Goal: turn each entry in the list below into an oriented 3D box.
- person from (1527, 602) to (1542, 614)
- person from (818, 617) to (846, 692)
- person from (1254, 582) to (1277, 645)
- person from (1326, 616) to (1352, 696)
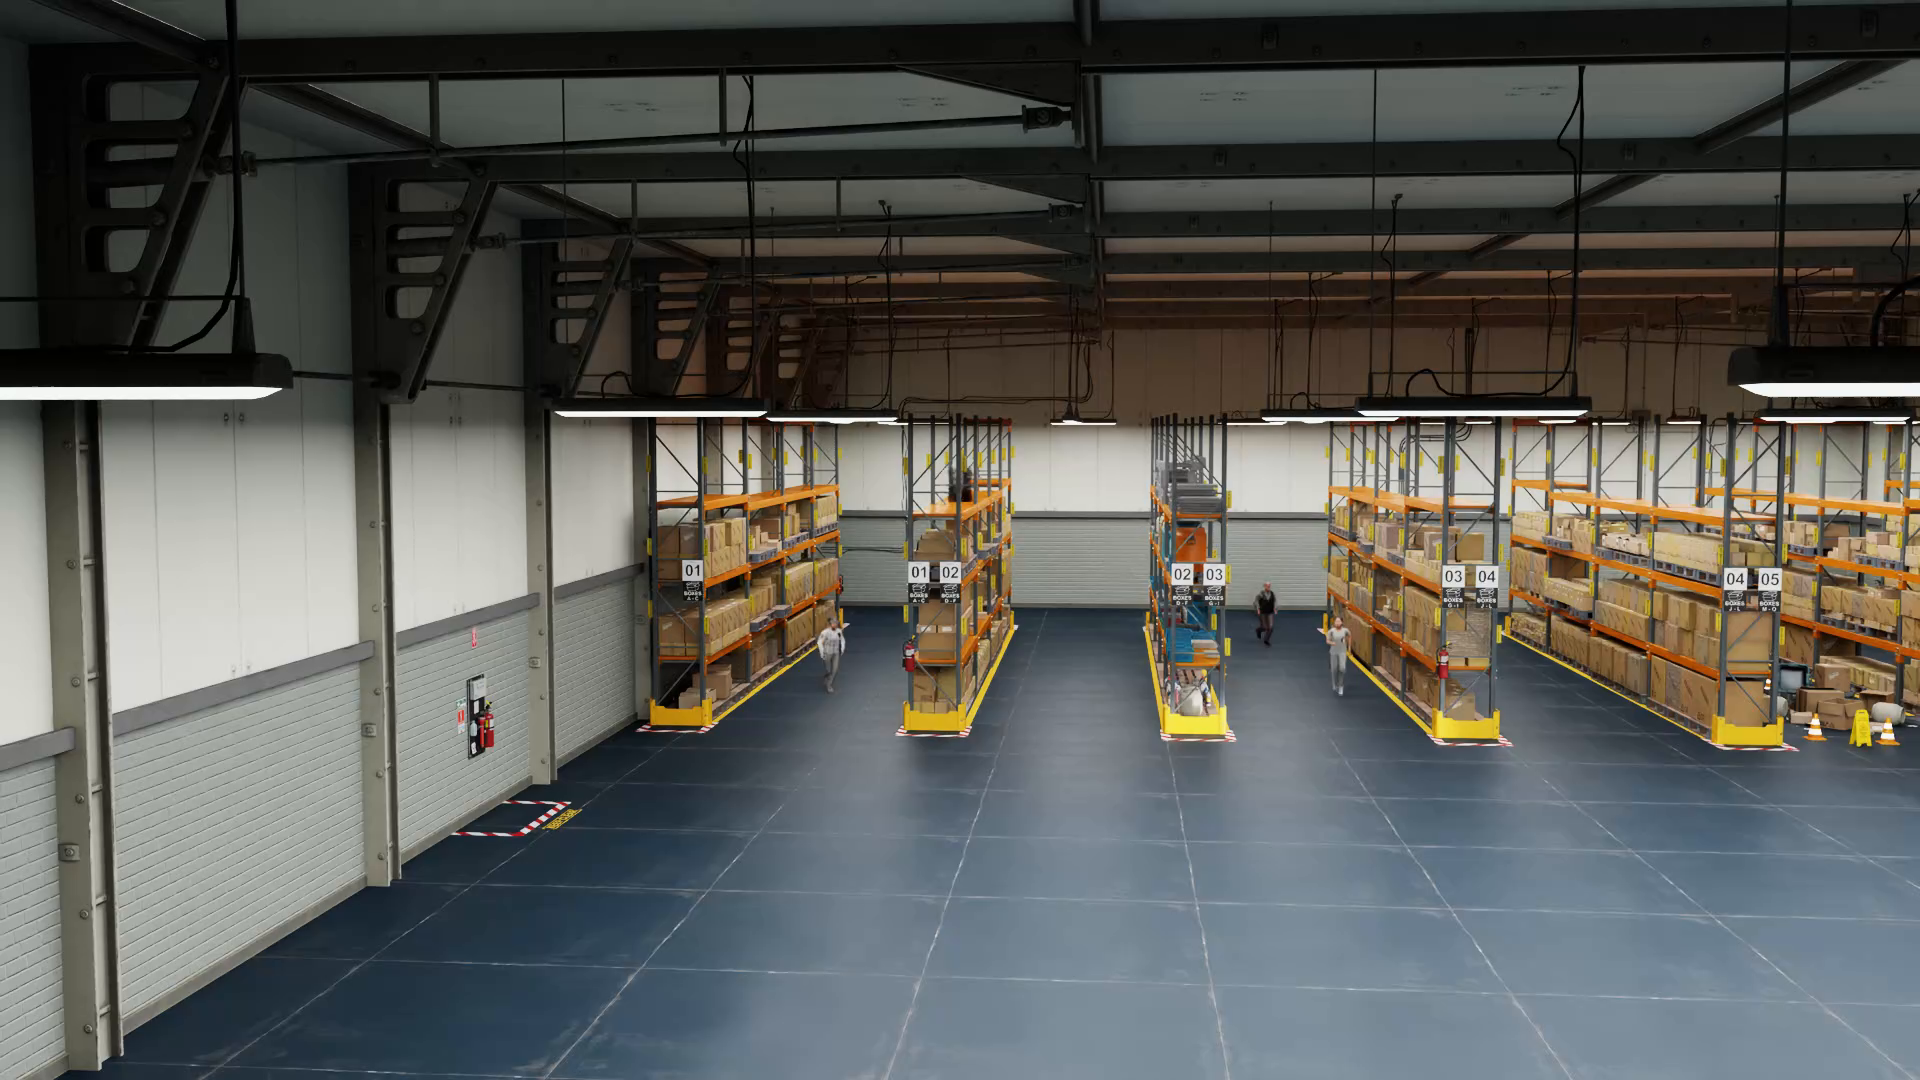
[{"bbox_3d":[16.502,1.704,47.390,0.785,1.742,0.594,0,4,-5],"label":"person"},{"bbox_3d":[-2.819,2.474,36.379,0.632,1.645,0.660,-2,4,-22],"label":"person"},{"bbox_3d":[8.092,1.930,44.089,0.647,1.670,0.629,-1,4,-9],"label":"person"},{"bbox_3d":[8.149,2.483,35.780,0.547,1.714,0.817,1,4,11],"label":"person"}]
